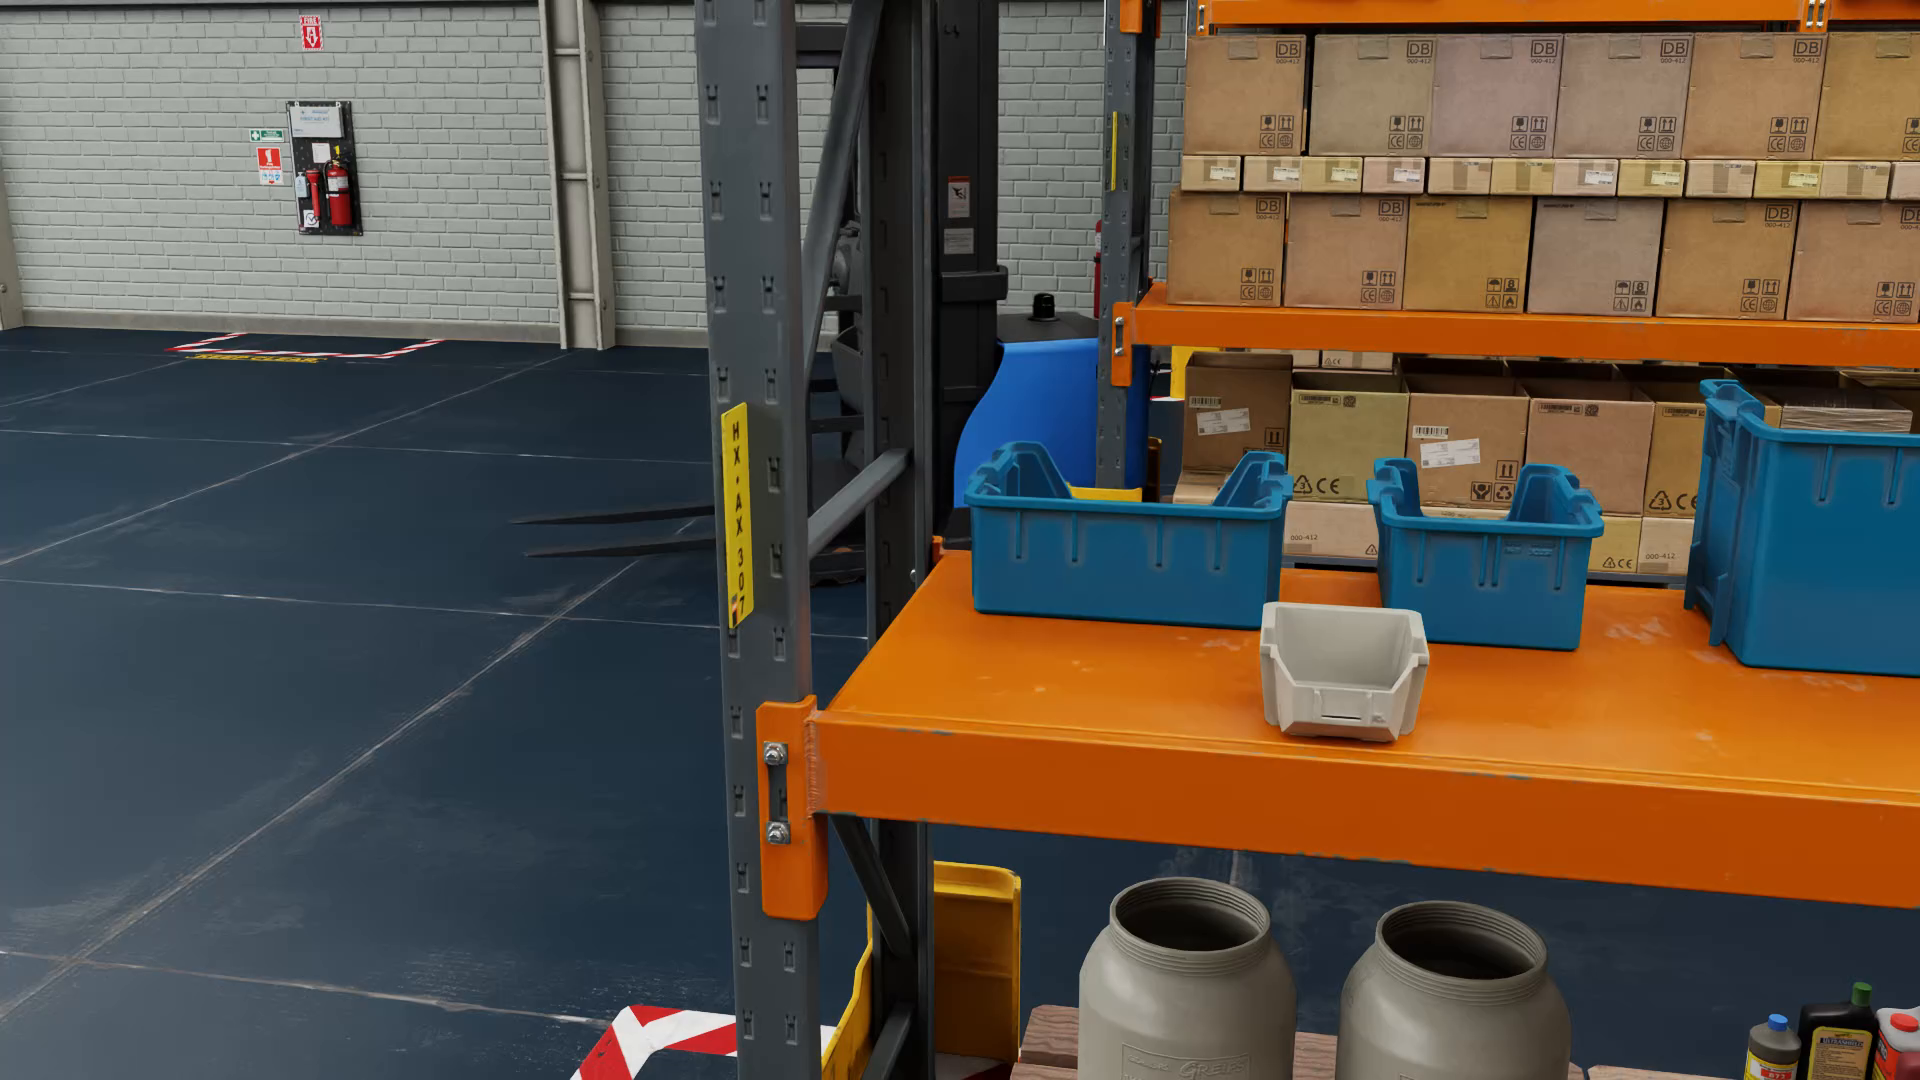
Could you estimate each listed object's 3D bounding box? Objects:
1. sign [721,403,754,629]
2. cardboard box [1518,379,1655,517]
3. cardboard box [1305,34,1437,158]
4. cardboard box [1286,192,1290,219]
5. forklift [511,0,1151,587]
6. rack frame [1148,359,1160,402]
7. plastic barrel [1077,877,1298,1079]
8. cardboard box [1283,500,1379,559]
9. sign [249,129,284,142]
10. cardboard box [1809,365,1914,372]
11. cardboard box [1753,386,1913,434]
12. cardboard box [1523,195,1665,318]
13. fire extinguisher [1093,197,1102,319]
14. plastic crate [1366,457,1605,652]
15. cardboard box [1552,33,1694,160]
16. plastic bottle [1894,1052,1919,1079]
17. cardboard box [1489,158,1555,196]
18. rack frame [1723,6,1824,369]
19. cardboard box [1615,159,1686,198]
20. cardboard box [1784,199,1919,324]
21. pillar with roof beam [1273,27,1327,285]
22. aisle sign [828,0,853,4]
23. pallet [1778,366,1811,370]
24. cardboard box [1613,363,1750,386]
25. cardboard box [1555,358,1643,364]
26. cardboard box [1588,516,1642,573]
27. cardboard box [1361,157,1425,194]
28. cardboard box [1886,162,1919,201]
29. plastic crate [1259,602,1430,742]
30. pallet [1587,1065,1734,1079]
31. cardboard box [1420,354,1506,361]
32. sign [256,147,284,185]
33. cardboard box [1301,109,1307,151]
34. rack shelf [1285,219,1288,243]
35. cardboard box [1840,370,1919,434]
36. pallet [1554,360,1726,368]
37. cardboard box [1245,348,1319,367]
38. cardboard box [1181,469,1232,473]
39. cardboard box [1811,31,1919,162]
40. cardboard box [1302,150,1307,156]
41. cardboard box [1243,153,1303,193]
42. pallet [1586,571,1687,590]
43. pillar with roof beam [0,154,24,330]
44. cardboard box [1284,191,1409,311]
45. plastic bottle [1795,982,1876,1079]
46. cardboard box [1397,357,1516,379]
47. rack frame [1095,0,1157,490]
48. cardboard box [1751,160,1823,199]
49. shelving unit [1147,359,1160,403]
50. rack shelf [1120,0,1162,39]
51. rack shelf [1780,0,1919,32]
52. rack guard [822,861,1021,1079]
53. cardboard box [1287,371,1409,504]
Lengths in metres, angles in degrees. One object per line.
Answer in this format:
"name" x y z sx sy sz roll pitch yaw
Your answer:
"sign" -0.332 -0.036 2.486 0.005 0.325 0.100 3 16 11
"cardboard box" 2.723 -0.414 7.326 0.500 0.500 0.500 3 16 11
"cardboard box" 1.796 -1.958 7.324 0.500 0.500 0.700 3 16 10
"cardboard box" 2.171 -2.467 12.021 0.500 0.250 0.500 3 16 9
"forklift" -0.628 -1.351 7.878 3.031 2.935 1.130 -6 16 -19
"rack frame" 0.857 -0.532 8.323 0.006 0.900 0.240 7 27 -12
"plastic barrel" 0.442 0.965 3.263 0.421 0.512 0.421 0 15 0
"cardboard box" 1.745 -0.107 7.624 0.500 0.250 0.500 3 16 11
"sign" -6.198 -3.614 14.862 0.331 0.109 0.001 3 16 11
"cardboard box" 6.401 -1.398 11.779 0.500 0.500 0.700 4 16 13
"cardboard box" 3.707 -0.365 7.151 0.500 0.500 0.500 3 16 11
"cardboard box" 2.745 -1.281 7.309 0.500 0.500 0.700 4 16 13
"fire extinguisher" 0.749 -1.433 8.190 0.183 0.674 0.296 3 16 11
"plastic crate" 0.967 0.009 3.118 0.408 0.251 0.499 3 16 11
"cardboard box" 2.781 -1.905 7.132 0.500 0.500 0.700 3 16 11
"plastic bottle" 1.890 1.082 3.232 0.133 0.283 0.061 3 16 11
"cardboard box" 2.377 -1.558 7.095 0.250 0.149 0.380 3 16 10
"rack frame" 5.676 -2.426 11.630 0.127 3.000 1.000 3 16 11
"cardboard box" 2.879 -1.530 6.994 0.250 0.149 0.380 4 16 13
"cardboard box" 3.738 -1.226 7.112 0.500 0.500 0.700 3 16 11
"pillar with roof beam" 1.757 -4.592 8.214 0.400 9.000 9.100 3 16 11
"aisle sign" -0.229 -1.381 2.989 0.004 0.787 0.394 3 16 11
"pallet" 6.439 -1.041 11.854 1.213 0.211 1.003 3 16 11
"cardboard box" 3.321 -0.528 7.738 0.500 0.500 0.500 3 16 11
"cardboard box" 4.651 -1.478 12.066 0.500 0.500 0.500 2 16 7
"cardboard box" 2.724 -0.053 7.427 0.500 0.250 0.500 3 16 11
"cardboard box" 1.865 -1.585 7.192 0.250 0.149 0.380 3 16 10
"cardboard box" 3.884 -1.476 6.798 0.250 0.149 0.380 3 16 9
"plastic crate" 0.595 0.212 2.601 0.250 0.136 0.298 3 16 11
"pallet" 1.853 1.399 3.046 1.213 0.211 1.003 3 16 11
"cardboard box" 3.684 -1.503 12.157 0.500 0.500 0.700 2 16 8
"sign" -6.200 -3.362 14.942 0.234 0.329 0.001 3 16 11
"cardboard box" 2.647 -2.804 11.835 0.500 0.500 0.500 3 16 11
"rack shelf" 3.716 -2.185 12.110 4.000 0.370 1.077 3 16 11
"cardboard box" 4.300 -0.475 7.546 0.500 0.500 0.500 3 16 11
"pallet" 5.011 -1.108 12.097 1.213 0.211 1.003 3 16 11
"cardboard box" 2.416 -1.494 12.480 0.500 0.311 0.500 1 16 5
"cardboard box" 1.357 -0.268 8.206 0.500 0.250 0.500 3 16 11
"cardboard box" 3.761 -1.851 6.939 0.500 0.500 0.700 3 16 11
"cardboard box" 1.693 -1.705 7.627 0.250 0.149 0.380 3 16 10
"cardboard box" 1.374 -1.613 7.292 0.250 0.149 0.380 3 16 10
"pallet" 2.722 0.097 7.747 1.213 0.211 1.003 3 16 11
"pillar with roof beam" -10.003 -5.231 10.518 0.400 9.000 9.100 3 16 11
"cardboard box" 1.743 -1.336 7.507 0.500 0.500 0.700 4 16 13
"plastic bottle" 1.787 1.035 3.402 0.133 0.283 0.061 4 16 12
"cardboard box" 2.340 -0.581 7.930 0.500 0.500 0.500 3 16 11
"rack frame" 0.773 -1.342 7.719 0.127 3.000 1.000 3 16 11
"cardboard box" 3.387 -1.503 6.898 0.250 0.149 0.380 3 16 11
"shelving unit" 0.758 -0.545 8.303 0.210 0.900 0.258 7 27 -12
"rack shelf" 2.733 -2.335 7.030 4.000 0.370 1.077 3 16 11
"rack shelf" 7.636 -3.418 10.941 4.000 0.370 1.077 3 16 11
"rack guard" -0.134 1.150 3.405 0.348 0.500 1.175 3 16 11
"cardboard box" 1.744 -0.468 7.522 0.500 0.500 0.500 3 16 11
